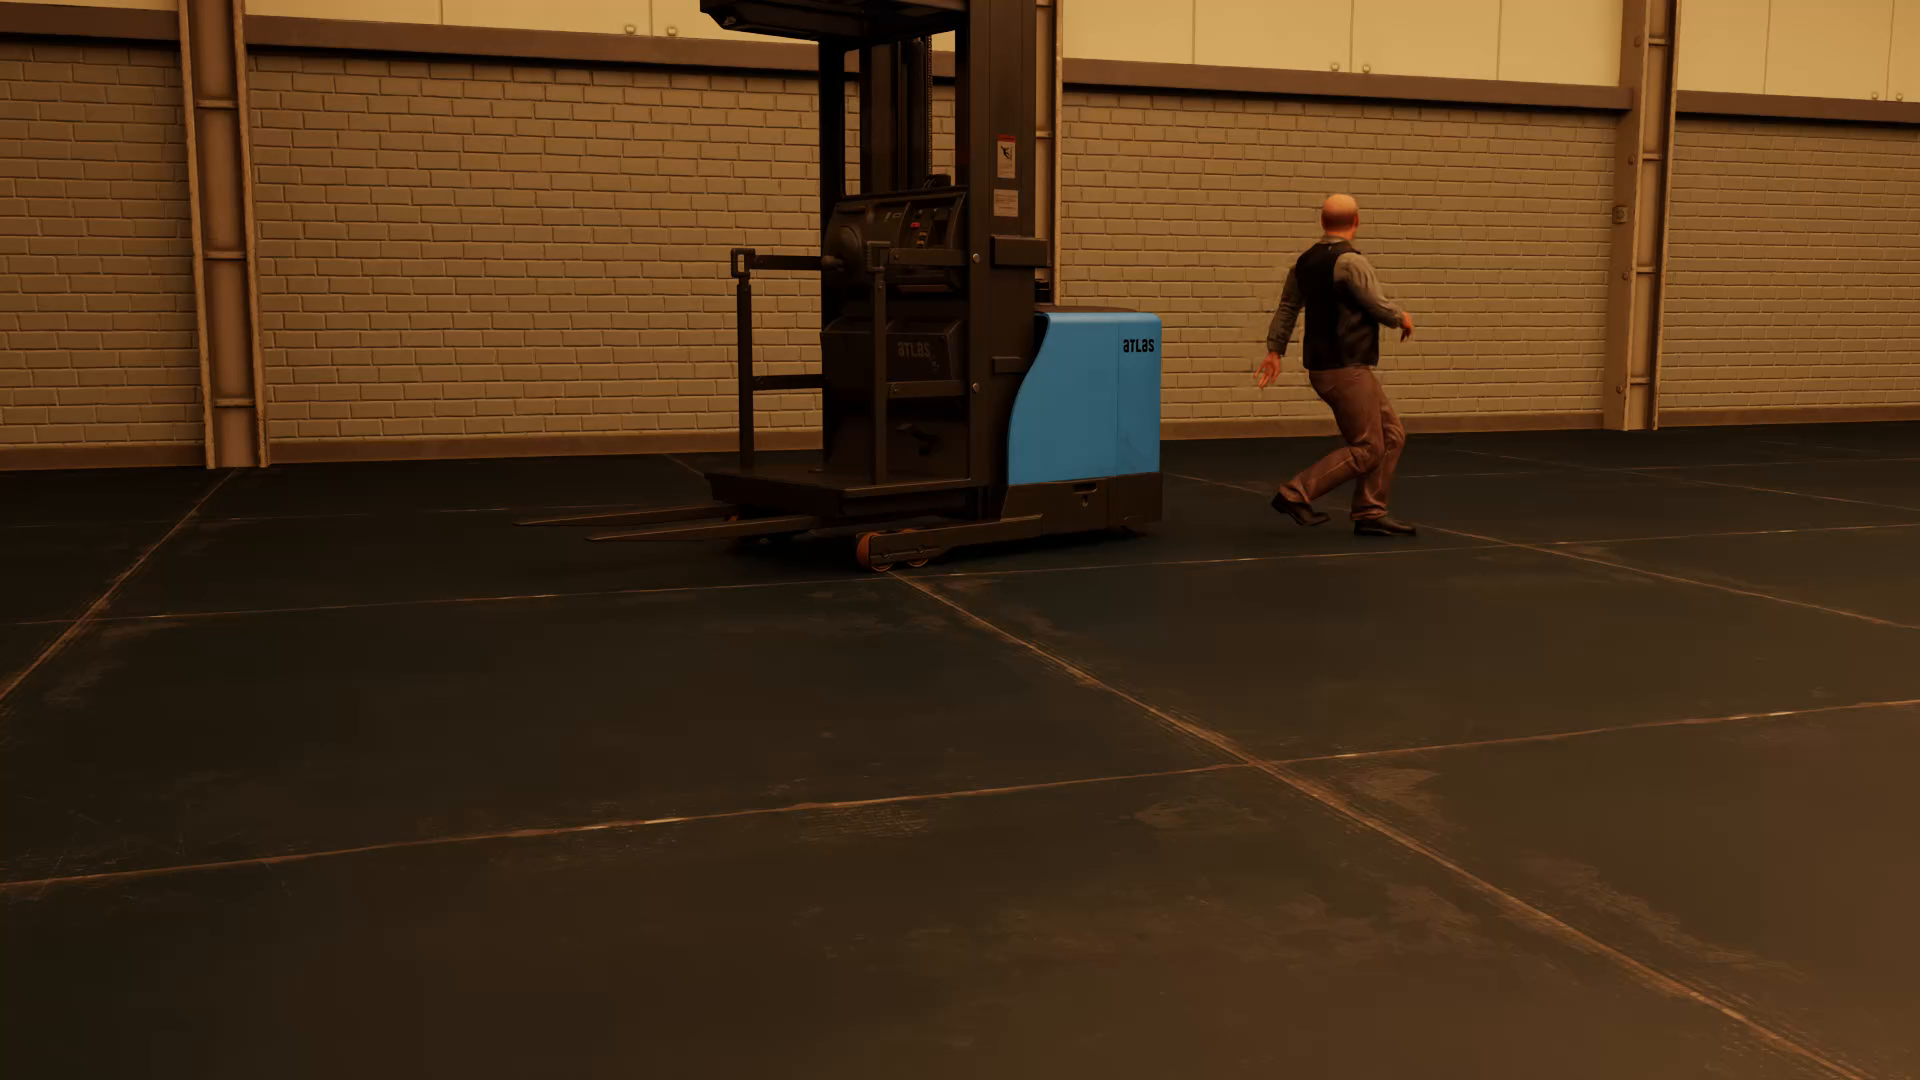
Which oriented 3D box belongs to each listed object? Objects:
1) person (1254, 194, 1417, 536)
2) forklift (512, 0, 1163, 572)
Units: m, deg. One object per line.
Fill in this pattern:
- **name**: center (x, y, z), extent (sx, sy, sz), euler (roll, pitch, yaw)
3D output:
- **person**: center (1.839, -0.838, 8.043), extent (0.780, 1.643, 0.595), euler (1, 8, 5)
- **forklift**: center (-0.461, -1.399, 7.333), extent (3.031, 2.935, 1.130), euler (-7, 10, -40)
